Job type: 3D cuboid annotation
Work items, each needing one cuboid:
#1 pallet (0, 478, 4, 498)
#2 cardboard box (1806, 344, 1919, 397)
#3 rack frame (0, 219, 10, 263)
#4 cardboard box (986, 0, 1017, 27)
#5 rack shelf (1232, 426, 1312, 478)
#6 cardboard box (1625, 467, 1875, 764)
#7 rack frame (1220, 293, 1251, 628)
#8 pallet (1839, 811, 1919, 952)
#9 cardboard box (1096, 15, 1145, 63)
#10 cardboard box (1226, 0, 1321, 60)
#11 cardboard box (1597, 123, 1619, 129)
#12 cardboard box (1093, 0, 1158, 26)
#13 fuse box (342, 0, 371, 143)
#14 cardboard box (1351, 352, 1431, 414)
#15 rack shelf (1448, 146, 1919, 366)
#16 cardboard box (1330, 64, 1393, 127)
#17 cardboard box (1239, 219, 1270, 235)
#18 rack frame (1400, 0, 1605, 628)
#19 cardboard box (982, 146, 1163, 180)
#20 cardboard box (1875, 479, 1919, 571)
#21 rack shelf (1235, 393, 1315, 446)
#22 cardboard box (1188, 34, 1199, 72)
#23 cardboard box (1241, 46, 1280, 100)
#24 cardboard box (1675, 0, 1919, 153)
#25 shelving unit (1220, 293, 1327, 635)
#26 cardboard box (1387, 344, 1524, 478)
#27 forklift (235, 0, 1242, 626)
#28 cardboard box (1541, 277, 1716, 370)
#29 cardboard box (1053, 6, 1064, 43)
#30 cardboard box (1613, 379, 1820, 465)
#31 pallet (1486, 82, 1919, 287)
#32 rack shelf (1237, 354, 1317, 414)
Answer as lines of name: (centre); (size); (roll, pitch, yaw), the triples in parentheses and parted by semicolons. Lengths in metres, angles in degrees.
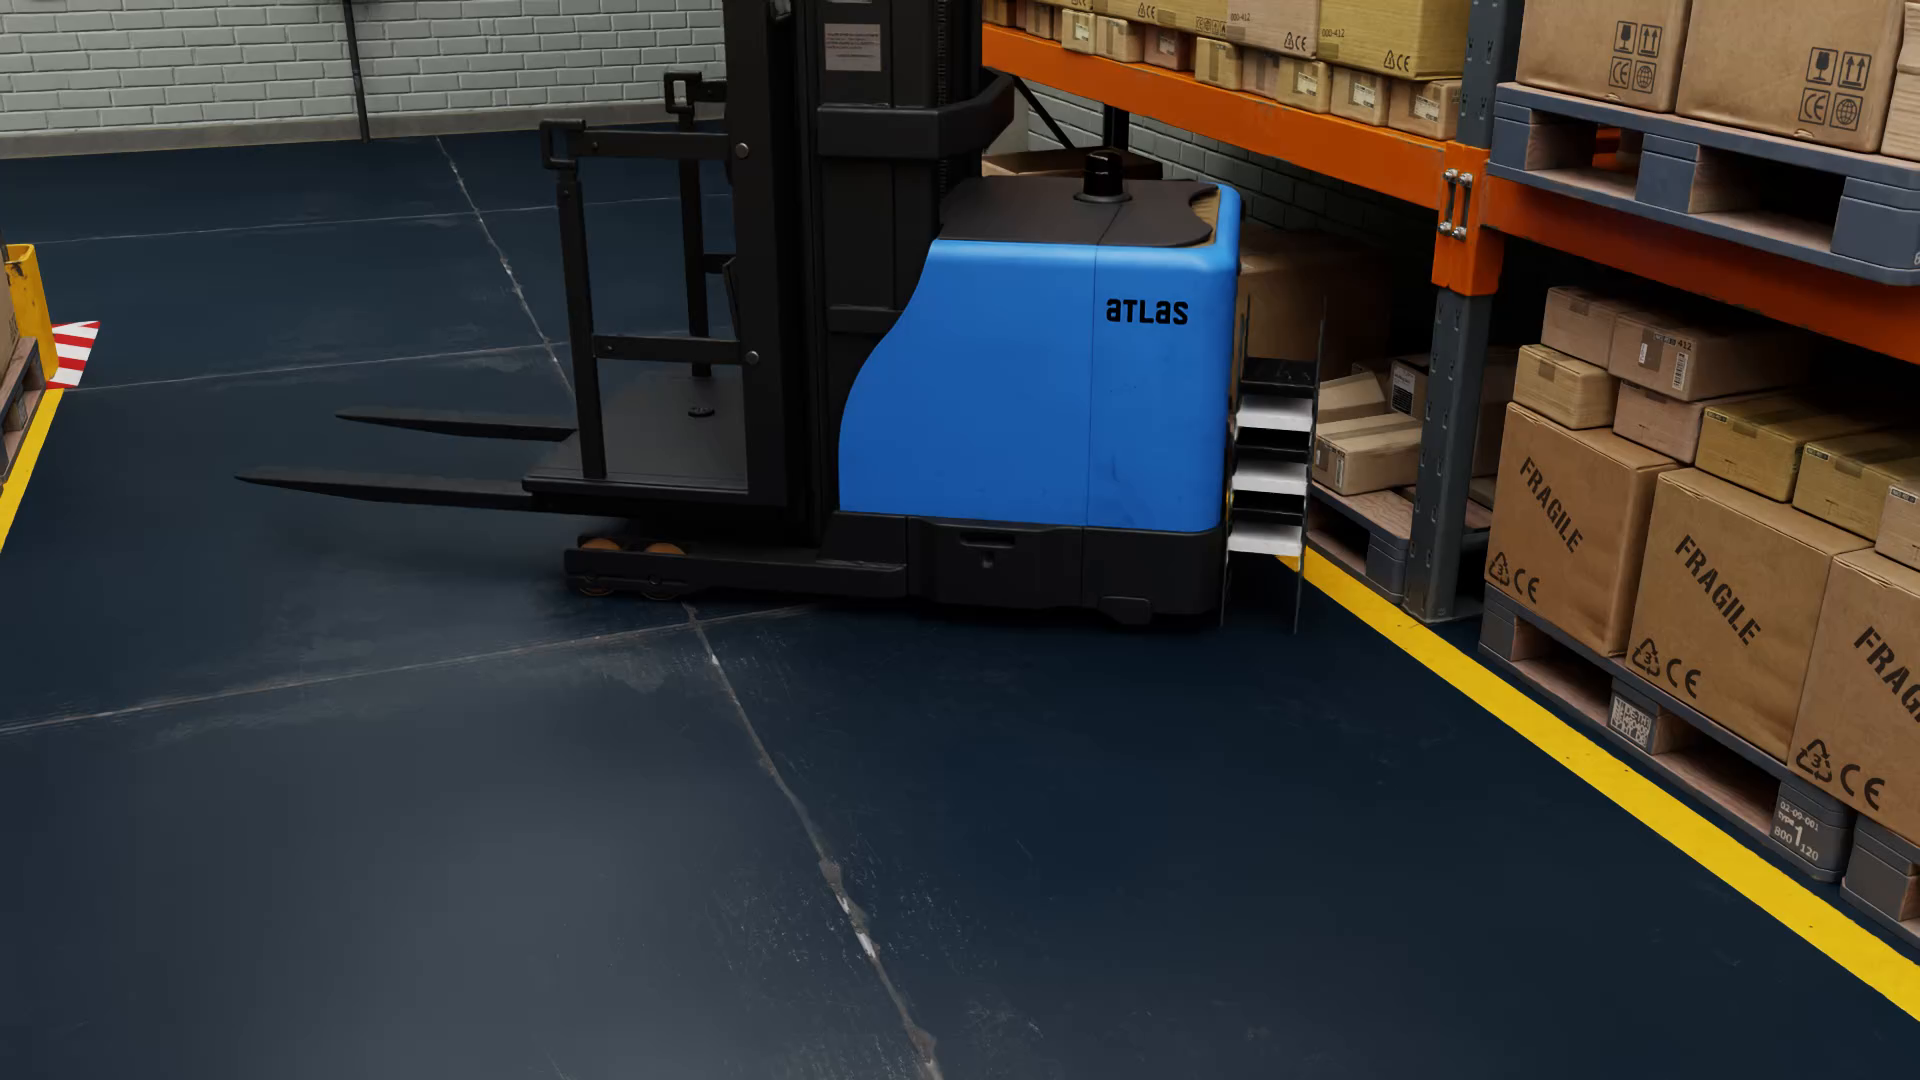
pallet: (-3.518, 0.009, 4.957); (1.003, 0.211, 1.213); (-8, 24, -19)
cardboard box: (2.252, -0.379, 4.130); (0.380, 0.149, 0.250); (-8, 24, -19)
rack frame: (-4.301, -1.999, 6.130); (1.000, 3.000, 0.127); (-8, 24, -19)
cardboard box: (0.334, -2.322, 7.221); (0.380, 0.149, 0.250); (-8, 24, -18)
rack shelf: (0.860, -0.257, 4.554); (0.200, 0.077, 0.258); (5, 23, 13)
cardboard box: (1.912, 0.130, 3.758); (0.500, 0.500, 0.500); (-9, 24, -20)
rack frame: (0.762, -0.214, 4.599); (0.006, 0.900, 0.240); (5, 23, 13)
pallet: (2.512, 0.792, 3.100); (1.003, 0.211, 1.213); (-8, 24, -19)
cardboard box: (0.721, -1.840, 6.078); (0.380, 0.149, 0.250); (-8, 24, -18)
cardboard box: (1.155, -1.627, 5.058); (0.500, 0.250, 0.500); (-8, 24, -19)
cardboard box: (1.891, -1.271, 4.728); (0.380, 0.149, 0.250); (-8, 24, -19)
cardboard box: (0.810, -1.997, 5.937); (0.500, 0.250, 0.500); (-9, 24, -20)
fuse box: (-4.298, -3.686, 11.791); (0.539, 1.711, 0.414); (-8, 24, -19)
cardboard box: (1.589, -0.537, 5.793); (0.380, 0.149, 0.250); (-9, 24, -20)
rack shelf: (2.461, -0.169, 2.716); (1.077, 0.370, 4.000); (-8, 24, -19)
cardboard box: (1.293, -1.285, 4.759); (0.380, 0.149, 0.250); (-8, 24, -18)
cardboard box: (0.827, -0.966, 6.357); (0.500, 0.500, 0.500); (-8, 24, -18)
rack frame: (1.754, -1.228, 4.300); (1.000, 3.000, 0.127); (-8, 24, -19)
cardboard box: (0.469, -1.489, 7.594); (0.797, 0.503, 0.637); (-9, 25, -21)
cardboard box: (2.067, -0.026, 3.292); (0.380, 0.149, 0.250); (-8, 24, -19)
rack shelf: (0.860, -0.340, 4.519); (0.200, 0.077, 0.258); (5, 23, 13)
cardboard box: (1.008, -1.673, 5.680); (0.380, 0.149, 0.250); (-8, 24, -18)
cardboard box: (1.111, -1.475, 5.210); (0.380, 0.149, 0.250); (-8, 24, -18)
cardboard box: (1.899, -1.073, 3.263); (0.700, 0.500, 0.500); (-8, 24, -18)
shelving unit: (0.860, -0.204, 4.576); (0.210, 0.900, 0.258); (5, 23, 13)
cardboard box: (1.742, -0.455, 5.388); (0.500, 0.311, 0.500); (-7, 24, -17)
forklift: (-0.698, -1.370, 4.727); (3.031, 2.935, 1.130); (4, 23, 9)
cardboard box: (1.689, -0.547, 4.144); (0.380, 0.149, 0.250); (-9, 24, -20)
cardboard box: (0.590, -2.035, 6.540); (0.380, 0.149, 0.250); (-8, 24, -18)
cardboard box: (1.802, -0.311, 3.969); (0.380, 0.149, 0.250); (-9, 24, -20)
pallet: (1.934, -0.834, 3.613); (1.003, 0.211, 1.213); (-8, 24, -19)
rack shelf: (0.860, -0.423, 4.484); (0.200, 0.077, 0.258); (5, 23, 13)
